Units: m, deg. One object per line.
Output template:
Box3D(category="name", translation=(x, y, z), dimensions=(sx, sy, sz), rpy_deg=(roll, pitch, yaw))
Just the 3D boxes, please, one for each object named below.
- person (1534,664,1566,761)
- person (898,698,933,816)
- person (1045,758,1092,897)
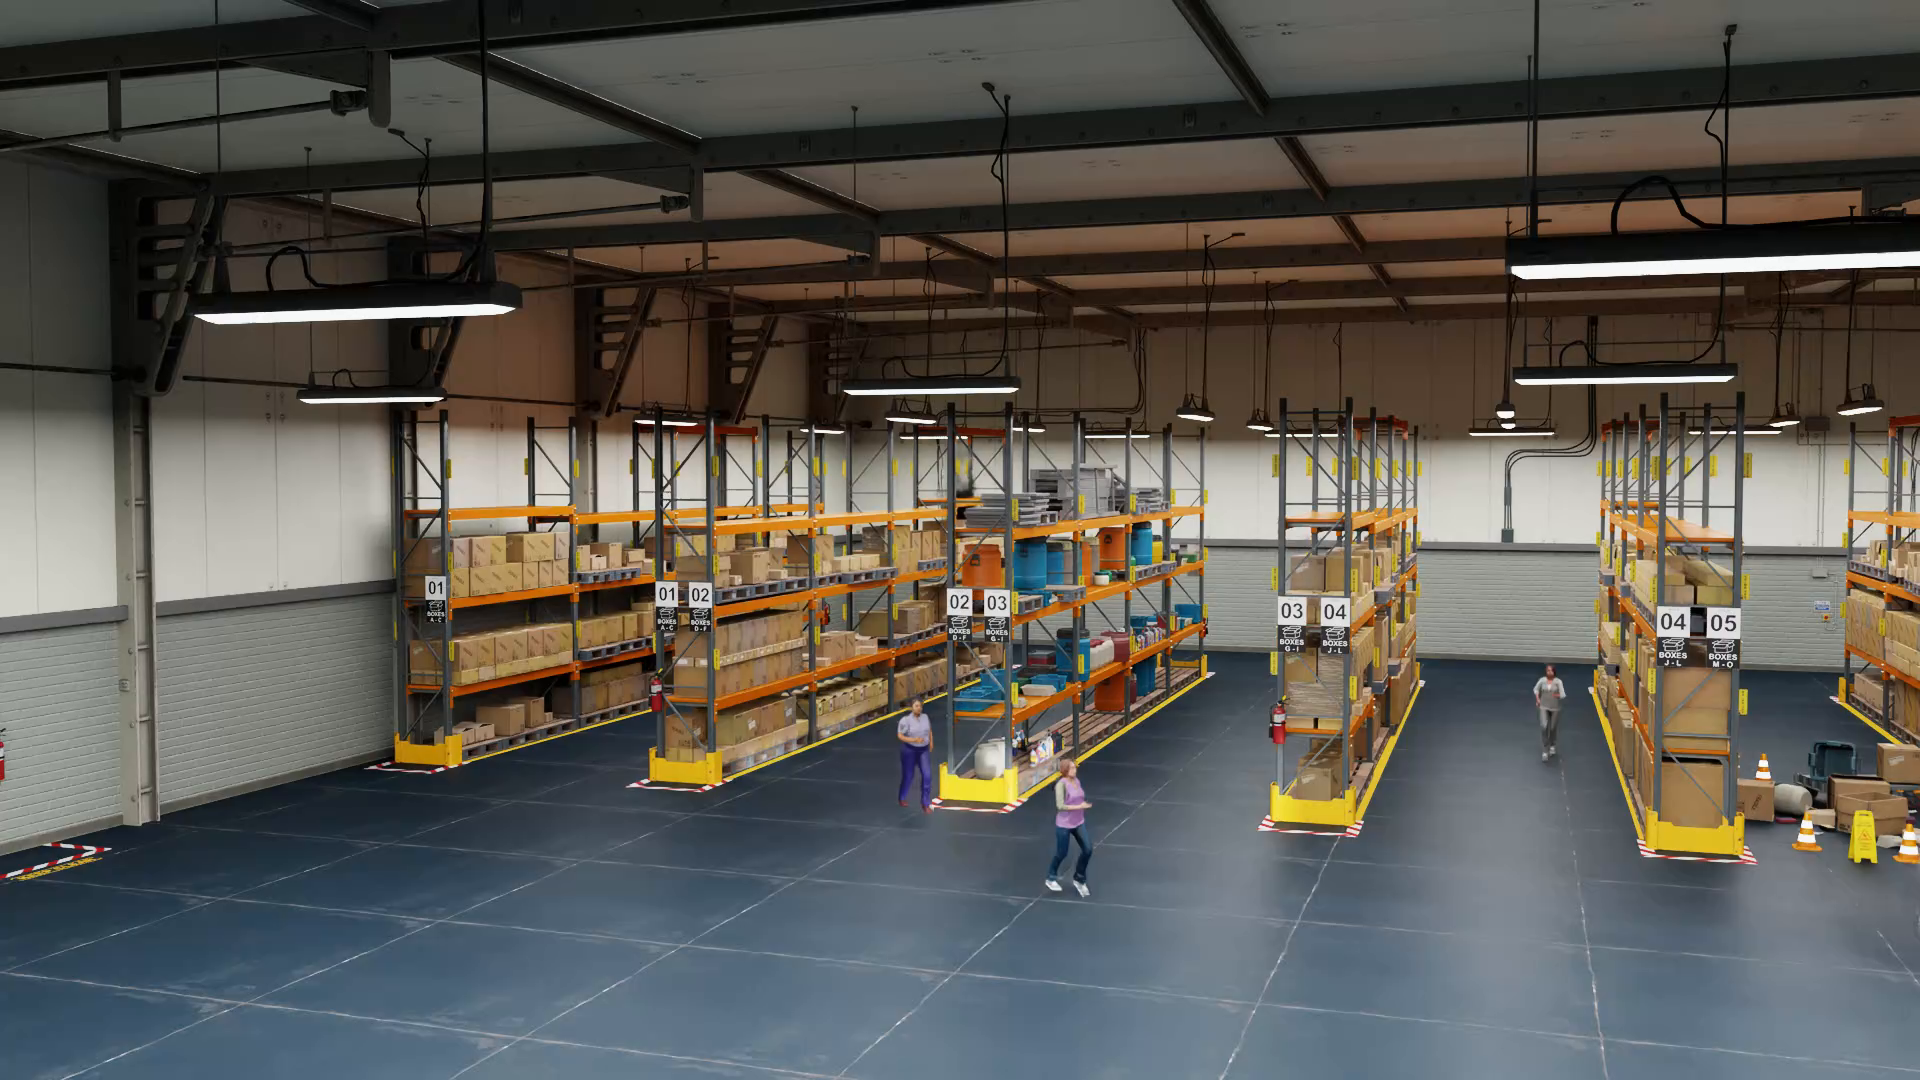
Box3D(category="person", translation=(10.188, 2.964, 28.734), dimensions=(0.522, 1.636, 0.690), rpy_deg=(1, 3, 20))
Box3D(category="person", translation=(-0.648, 3.157, 24.223), dimensions=(0.615, 1.726, 0.745), rpy_deg=(-1, 3, -26))
Box3D(category="person", translation=(1.295, 3.371, 19.443), dimensions=(0.526, 1.647, 0.684), rpy_deg=(-2, 3, -41))
